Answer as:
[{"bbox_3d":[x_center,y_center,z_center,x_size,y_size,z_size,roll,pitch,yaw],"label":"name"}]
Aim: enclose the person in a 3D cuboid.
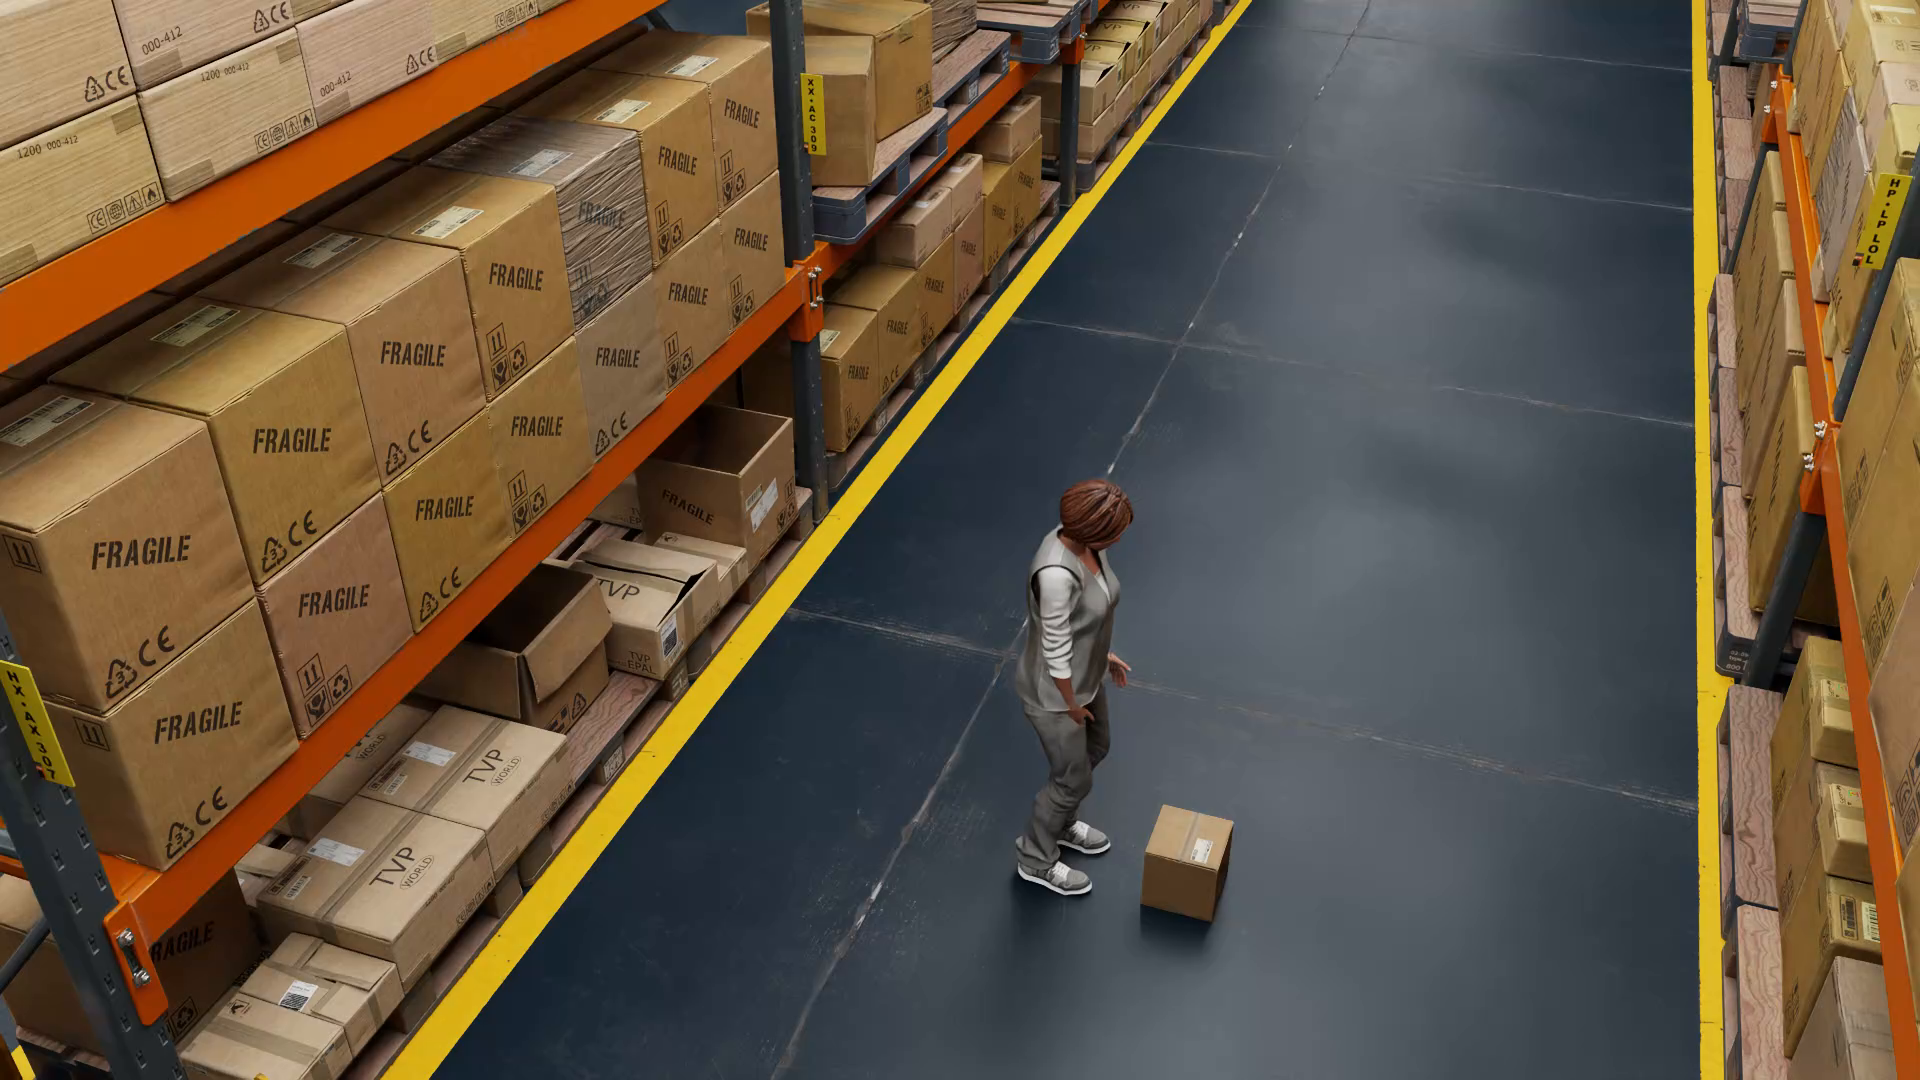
[{"bbox_3d":[0.370,0.475,5.481,0.382,1.558,0.426,12,36,18],"label":"person"}]
